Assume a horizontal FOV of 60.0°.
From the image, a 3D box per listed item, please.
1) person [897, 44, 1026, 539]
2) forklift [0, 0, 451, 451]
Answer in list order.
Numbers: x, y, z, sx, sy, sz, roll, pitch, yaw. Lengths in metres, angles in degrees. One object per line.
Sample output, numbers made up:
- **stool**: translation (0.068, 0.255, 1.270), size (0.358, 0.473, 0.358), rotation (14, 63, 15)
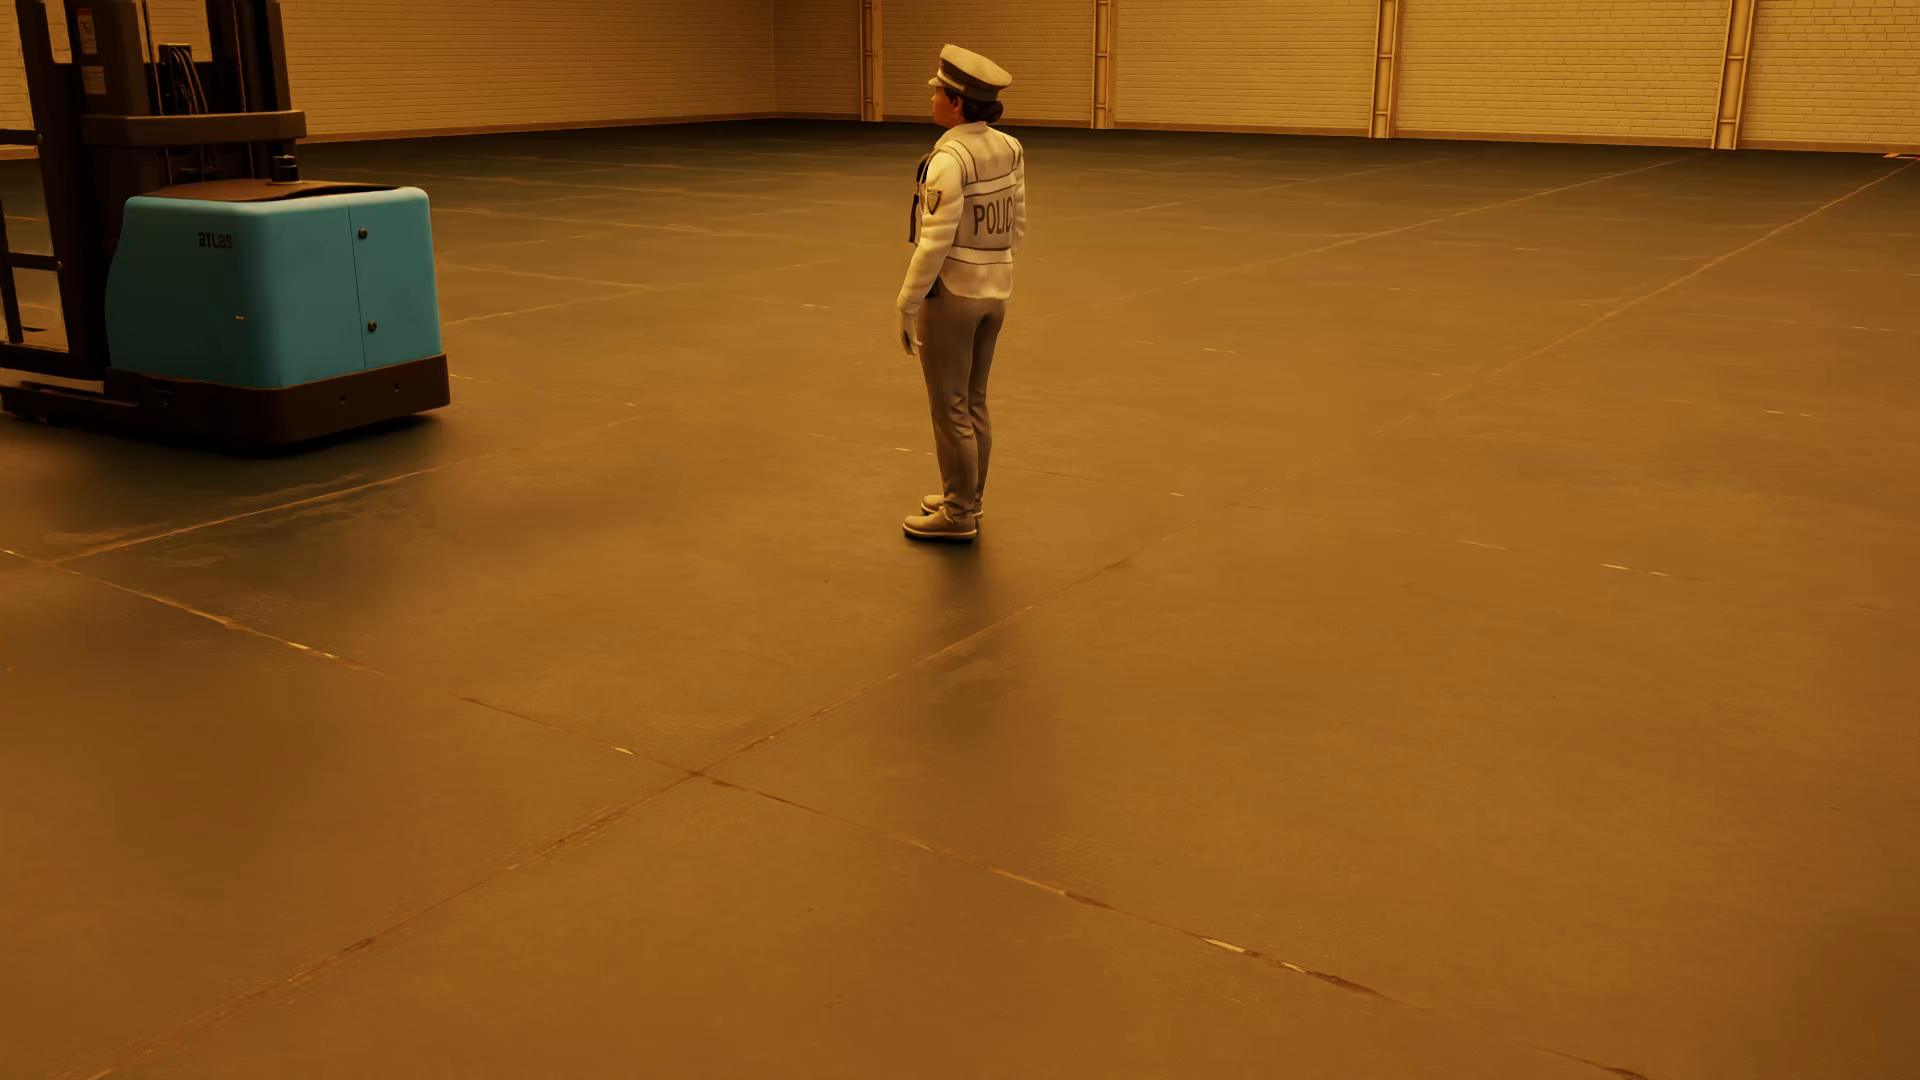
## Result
- **person**: translation (-0.053, -0.832, 5.747), size (0.530, 1.694, 0.586), rotation (11, 20, 33)
- **forklift**: translation (-3.942, -2.071, 7.758), size (3.031, 2.935, 1.130), rotation (9, 19, 28)
